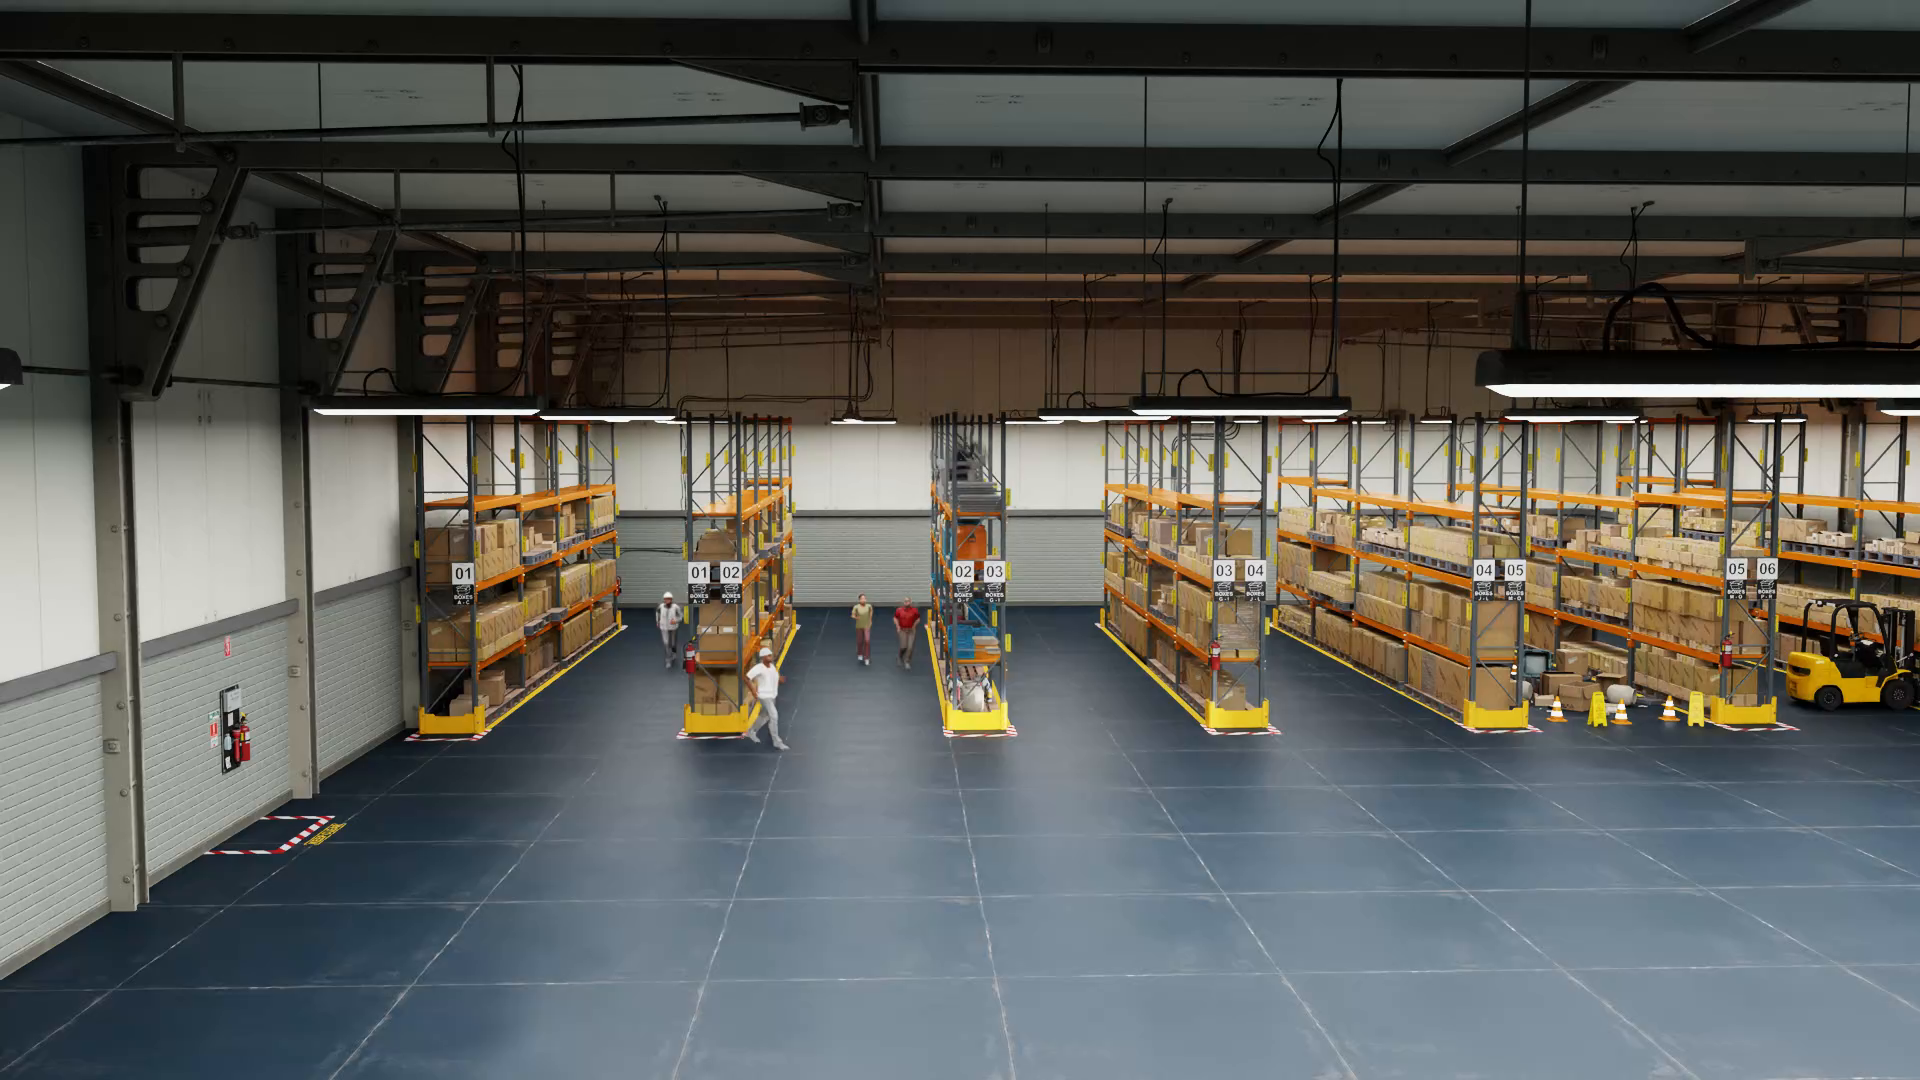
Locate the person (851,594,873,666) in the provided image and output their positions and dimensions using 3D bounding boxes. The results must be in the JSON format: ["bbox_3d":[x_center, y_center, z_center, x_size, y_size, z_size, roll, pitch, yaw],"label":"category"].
[{"bbox_3d":[-2.366,2.141,40.268,0.529,1.696,0.887,0,4,-5],"label":"person"}]

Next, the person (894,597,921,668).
[{"bbox_3d":[-1.235,2.199,39.325,0.643,1.694,0.602,0,4,-6],"label":"person"}]

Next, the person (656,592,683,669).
[{"bbox_3d":[-6.957,2.131,39.823,0.673,1.774,1.010,0,4,-1],"label":"person"}]

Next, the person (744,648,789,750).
[{"bbox_3d":[-3.427,2.802,29.556,0.947,1.778,0.691,2,4,22],"label":"person"}]
